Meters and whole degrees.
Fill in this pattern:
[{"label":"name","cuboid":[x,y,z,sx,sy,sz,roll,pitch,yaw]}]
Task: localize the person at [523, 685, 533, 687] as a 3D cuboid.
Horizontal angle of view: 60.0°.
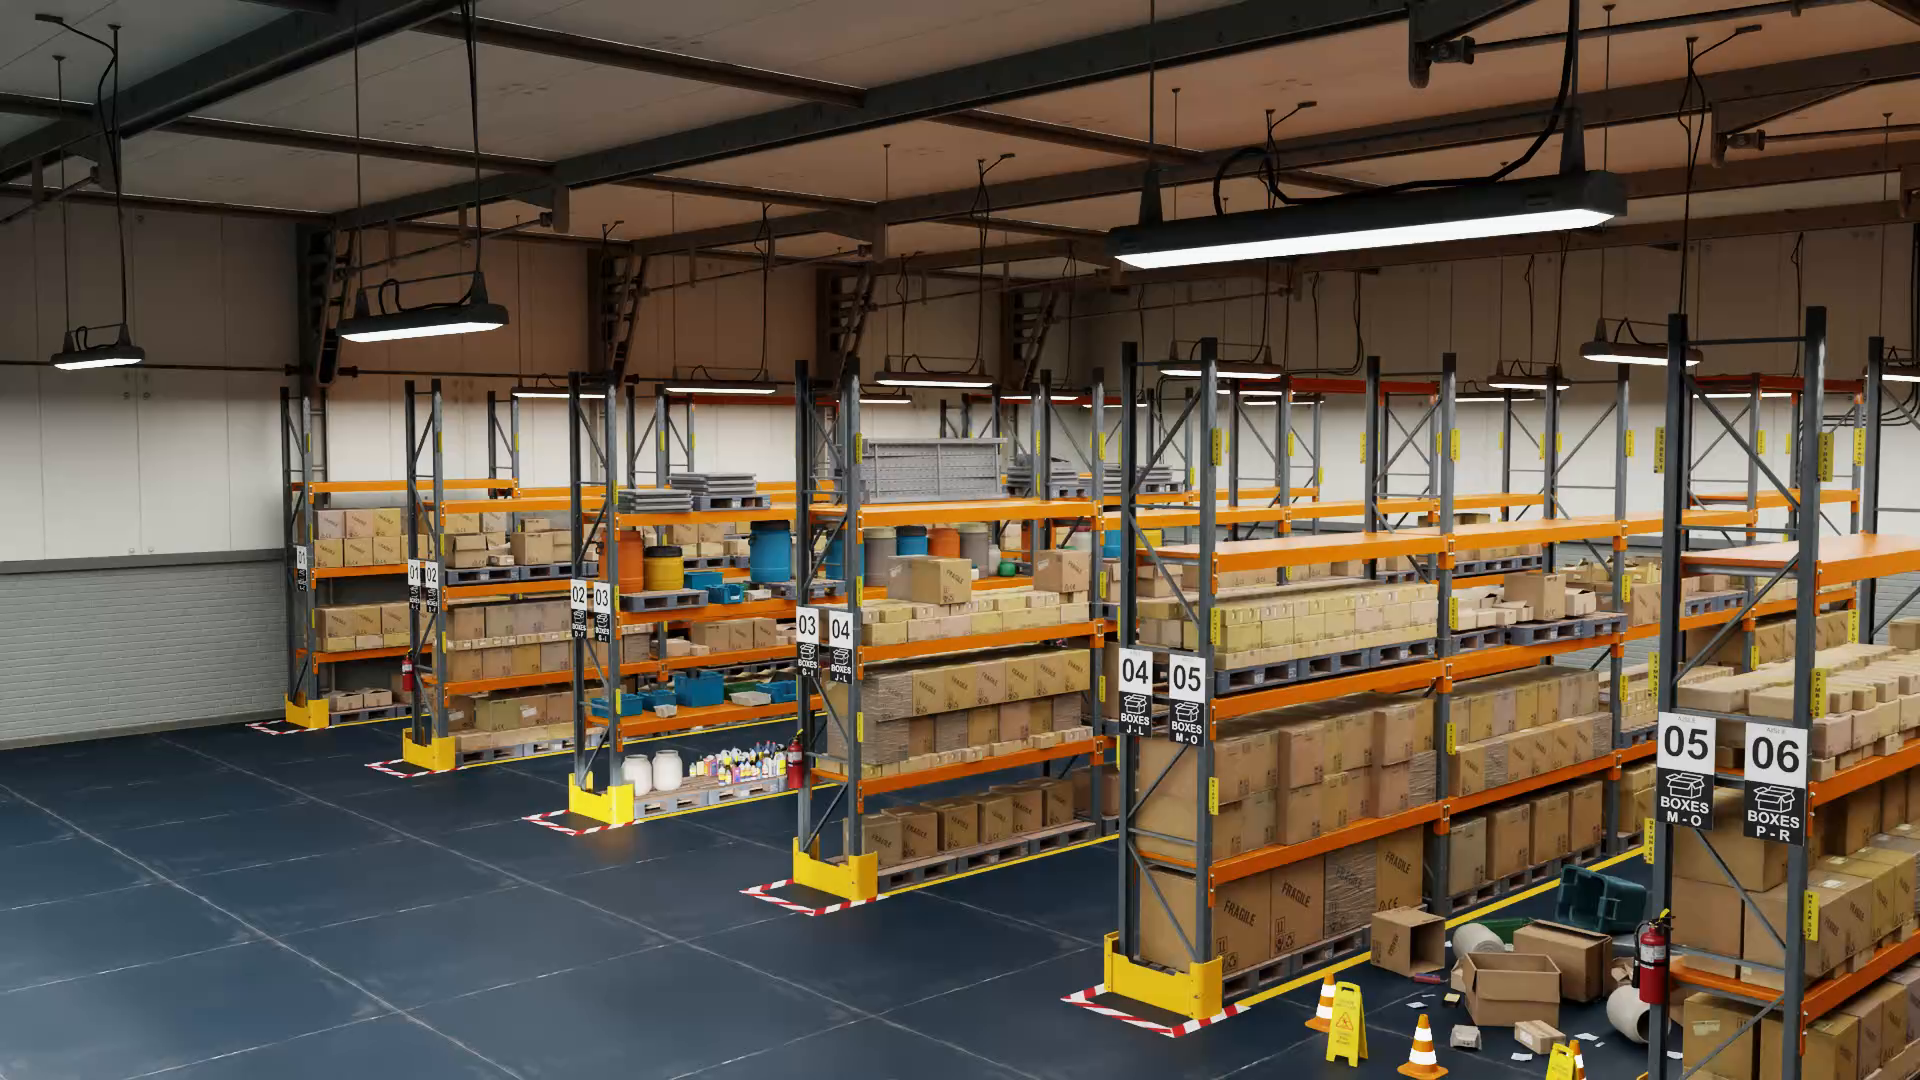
[{"label":"person","cuboid":[-7.422,2.430,28.812,0.718,1.764,1.024,3,5,40]}]
